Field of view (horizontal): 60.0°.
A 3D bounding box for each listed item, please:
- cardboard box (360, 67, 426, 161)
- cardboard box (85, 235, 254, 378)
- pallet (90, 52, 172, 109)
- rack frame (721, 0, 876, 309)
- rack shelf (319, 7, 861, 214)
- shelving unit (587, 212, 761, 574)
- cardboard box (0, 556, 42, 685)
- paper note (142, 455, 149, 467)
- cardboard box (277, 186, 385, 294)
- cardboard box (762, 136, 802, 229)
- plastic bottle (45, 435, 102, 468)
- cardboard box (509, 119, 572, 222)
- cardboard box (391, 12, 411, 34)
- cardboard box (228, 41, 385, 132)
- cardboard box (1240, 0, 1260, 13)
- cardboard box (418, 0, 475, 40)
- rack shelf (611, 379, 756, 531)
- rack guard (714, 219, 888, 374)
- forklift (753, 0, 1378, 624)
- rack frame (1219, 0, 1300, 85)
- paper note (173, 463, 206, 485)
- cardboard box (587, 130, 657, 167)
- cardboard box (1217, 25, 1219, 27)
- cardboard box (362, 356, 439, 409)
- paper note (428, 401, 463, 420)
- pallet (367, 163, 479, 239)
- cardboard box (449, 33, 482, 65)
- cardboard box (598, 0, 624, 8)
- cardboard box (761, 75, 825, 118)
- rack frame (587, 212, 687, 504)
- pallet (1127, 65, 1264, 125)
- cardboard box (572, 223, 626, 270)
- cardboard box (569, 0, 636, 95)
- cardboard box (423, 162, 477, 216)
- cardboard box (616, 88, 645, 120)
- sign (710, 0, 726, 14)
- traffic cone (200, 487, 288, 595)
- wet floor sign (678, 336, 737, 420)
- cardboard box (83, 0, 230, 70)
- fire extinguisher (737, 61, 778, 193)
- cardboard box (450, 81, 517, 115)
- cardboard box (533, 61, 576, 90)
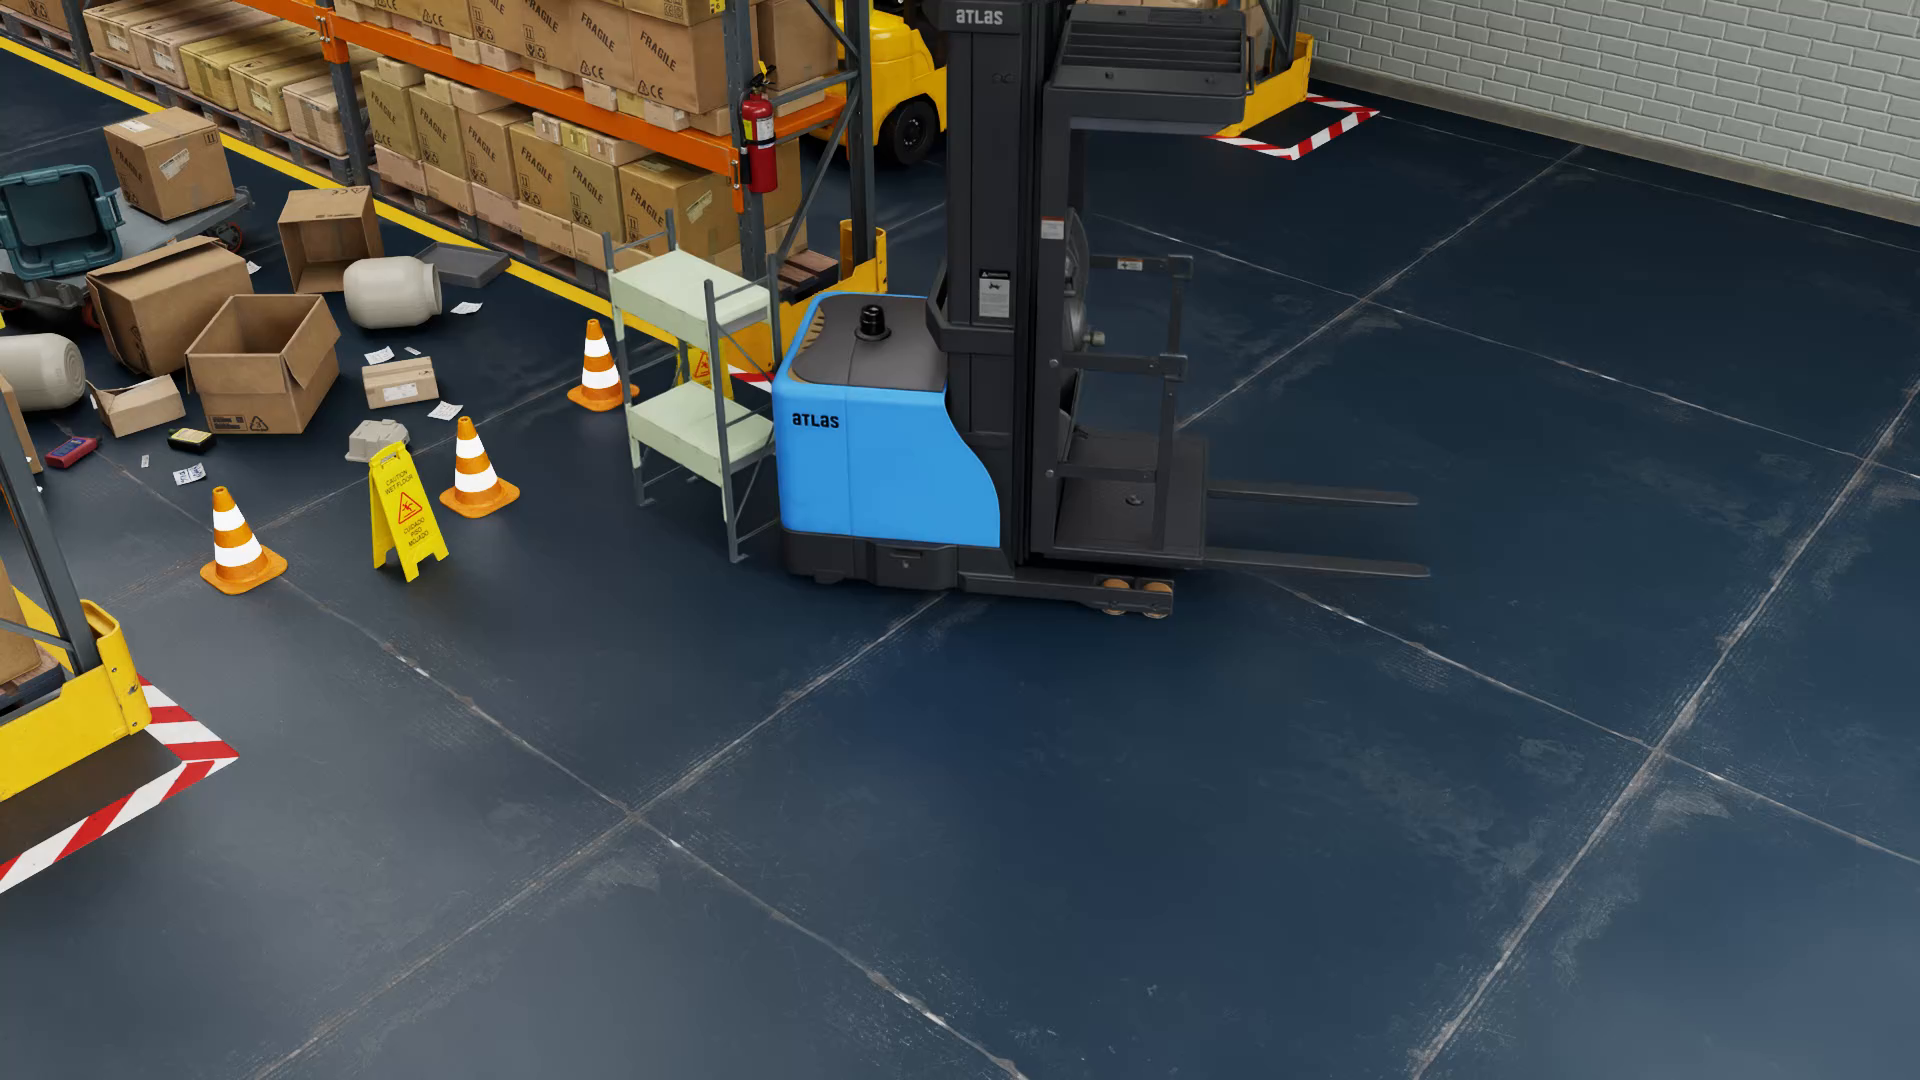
[{"bbox_3d":[-3.664,-2.937,11.273,0.500,0.500,0.500,27,43,34],"label":"cardboard box"},{"bbox_3d":[-4.564,-1.368,9.677,0.503,0.637,0.797,25,42,32],"label":"cardboard box"},{"bbox_3d":[-6.419,-3.935,13.794,1.213,0.211,1.003,25,42,32],"label":"pallet"},{"bbox_3d":[-0.870,-2.471,9.198,0.127,3.000,1.000,25,42,32],"label":"rack frame"},{"bbox_3d":[-2.407,-2.899,10.457,4.000,0.370,1.077,25,42,32],"label":"rack shelf"},{"bbox_3d":[-1.352,-0.695,7.937,0.431,1.500,0.755,-20,39,-26],"label":"shelving unit"},{"bbox_3d":[-4.523,0.205,6.808,0.875,0.875,0.875,26,42,32],"label":"cardboard box"},{"bbox_3d":[-4.338,-0.420,8.853,0.032,0.001,0.123,-12,36,-17],"label":"paper note"},{"bbox_3d":[-3.991,-1.910,10.588,0.500,0.500,0.500,-6,35,-8],"label":"cardboard box"},{"bbox_3d":[-1.332,-2.241,10.258,0.500,0.500,0.500,24,41,30],"label":"cardboard box"},{"bbox_3d":[-4.739,-0.485,8.903,0.133,0.061,0.283,12,36,16],"label":"plastic bottle"},{"bbox_3d":[-2.439,-2.370,10.447,0.500,0.500,0.500,24,41,31],"label":"cardboard box"},{"bbox_3d":[-3.456,-3.411,10.789,0.250,0.149,0.380,25,42,32],"label":"cardboard box"},{"bbox_3d":[-4.904,-3.457,12.585,0.625,0.372,0.950,28,43,34],"label":"cardboard box"},{"bbox_3d":[2.055,-4.340,13.095,0.500,0.250,0.500,25,41,31],"label":"cardboard box"},{"bbox_3d":[-3.006,-3.444,10.264,0.500,0.500,0.500,25,42,31],"label":"cardboard box"},{"bbox_3d":[-1.352,-0.426,8.122,0.431,0.370,0.720,-20,39,-26],"label":"rack shelf"},{"bbox_3d":[-0.929,-1.468,9.946,0.348,0.500,1.175,25,42,32],"label":"rack guard"},{"bbox_3d":[0.593,-1.329,7.595,3.031,2.935,1.130,-11,36,-16],"label":"forklift"},{"bbox_3d":[2.303,-4.632,12.345,0.127,3.000,1.000,25,42,32],"label":"rack frame"},{"bbox_3d":[-4.046,-0.348,8.731,0.144,0.017,0.142,-18,38,-25],"label":"paper note"},{"bbox_3d":[-1.978,-2.368,9.870,0.250,0.149,0.380,27,43,33],"label":"cardboard box"},{"bbox_3d":[1.729,-3.918,12.922,0.500,0.250,0.500,25,41,31],"label":"cardboard box"},{"bbox_3d":[-3.169,-0.891,9.417,0.380,0.149,0.250,-12,36,-17],"label":"cardboard box"},{"bbox_3d":[-2.870,-0.723,9.276,0.142,0.019,0.148,12,36,16],"label":"paper note"},{"bbox_3d":[-3.405,-2.542,11.766,1.213,0.211,1.003,25,42,32],"label":"pallet"},{"bbox_3d":[-2.930,-3.095,10.329,0.250,0.149,0.380,25,42,32],"label":"cardboard box"},{"bbox_3d":[-1.787,-3.324,9.206,0.500,0.500,0.700,26,42,32],"label":"cardboard box"},{"bbox_3d":[-0.999,-2.580,9.580,0.250,0.149,0.380,25,42,32],"label":"cardboard box"},{"bbox_3d":[-1.548,-0.870,8.192,0.400,1.500,0.023,-20,39,-26],"label":"rack frame"},{"bbox_3d":[1.688,-3.741,13.511,1.213,0.211,1.003,25,42,32],"label":"pallet"},{"bbox_3d":[-2.057,-1.877,10.392,0.500,0.250,0.500,25,42,32],"label":"cardboard box"},{"bbox_3d":[-1.845,-2.895,9.465,0.500,0.500,0.500,25,42,32],"label":"cardboard box"},{"bbox_3d":[-3.246,-2.440,11.211,0.500,0.250,0.500,28,43,34],"label":"cardboard box"},{"bbox_3d":[-1.743,-2.555,9.543,0.250,0.149,0.380,24,41,31],"label":"cardboard box"},{"bbox_3d":[-1.241,-2.844,8.440,0.005,0.325,0.100,25,42,32],"label":"sign"},{"bbox_3d":[-3.459,-0.045,7.907,0.334,0.463,0.336,25,42,32],"label":"traffic cone"},{"bbox_3d":[-1.409,-0.966,9.087,0.267,0.644,0.232,-18,38,-25],"label":"wet floor sign"},{"bbox_3d":[-6.590,-4.250,13.738,0.625,0.372,0.950,22,40,29],"label":"cardboard box"},{"bbox_3d":[-1.077,-2.197,8.868,0.183,0.674,0.296,25,42,32],"label":"fire extinguisher"},{"bbox_3d":[-3.001,-2.852,10.575,0.250,0.149,0.380,28,43,34],"label":"cardboard box"},{"bbox_3d":[-2.322,-2.843,9.961,0.250,0.149,0.380,25,42,31],"label":"cardboard box"}]
